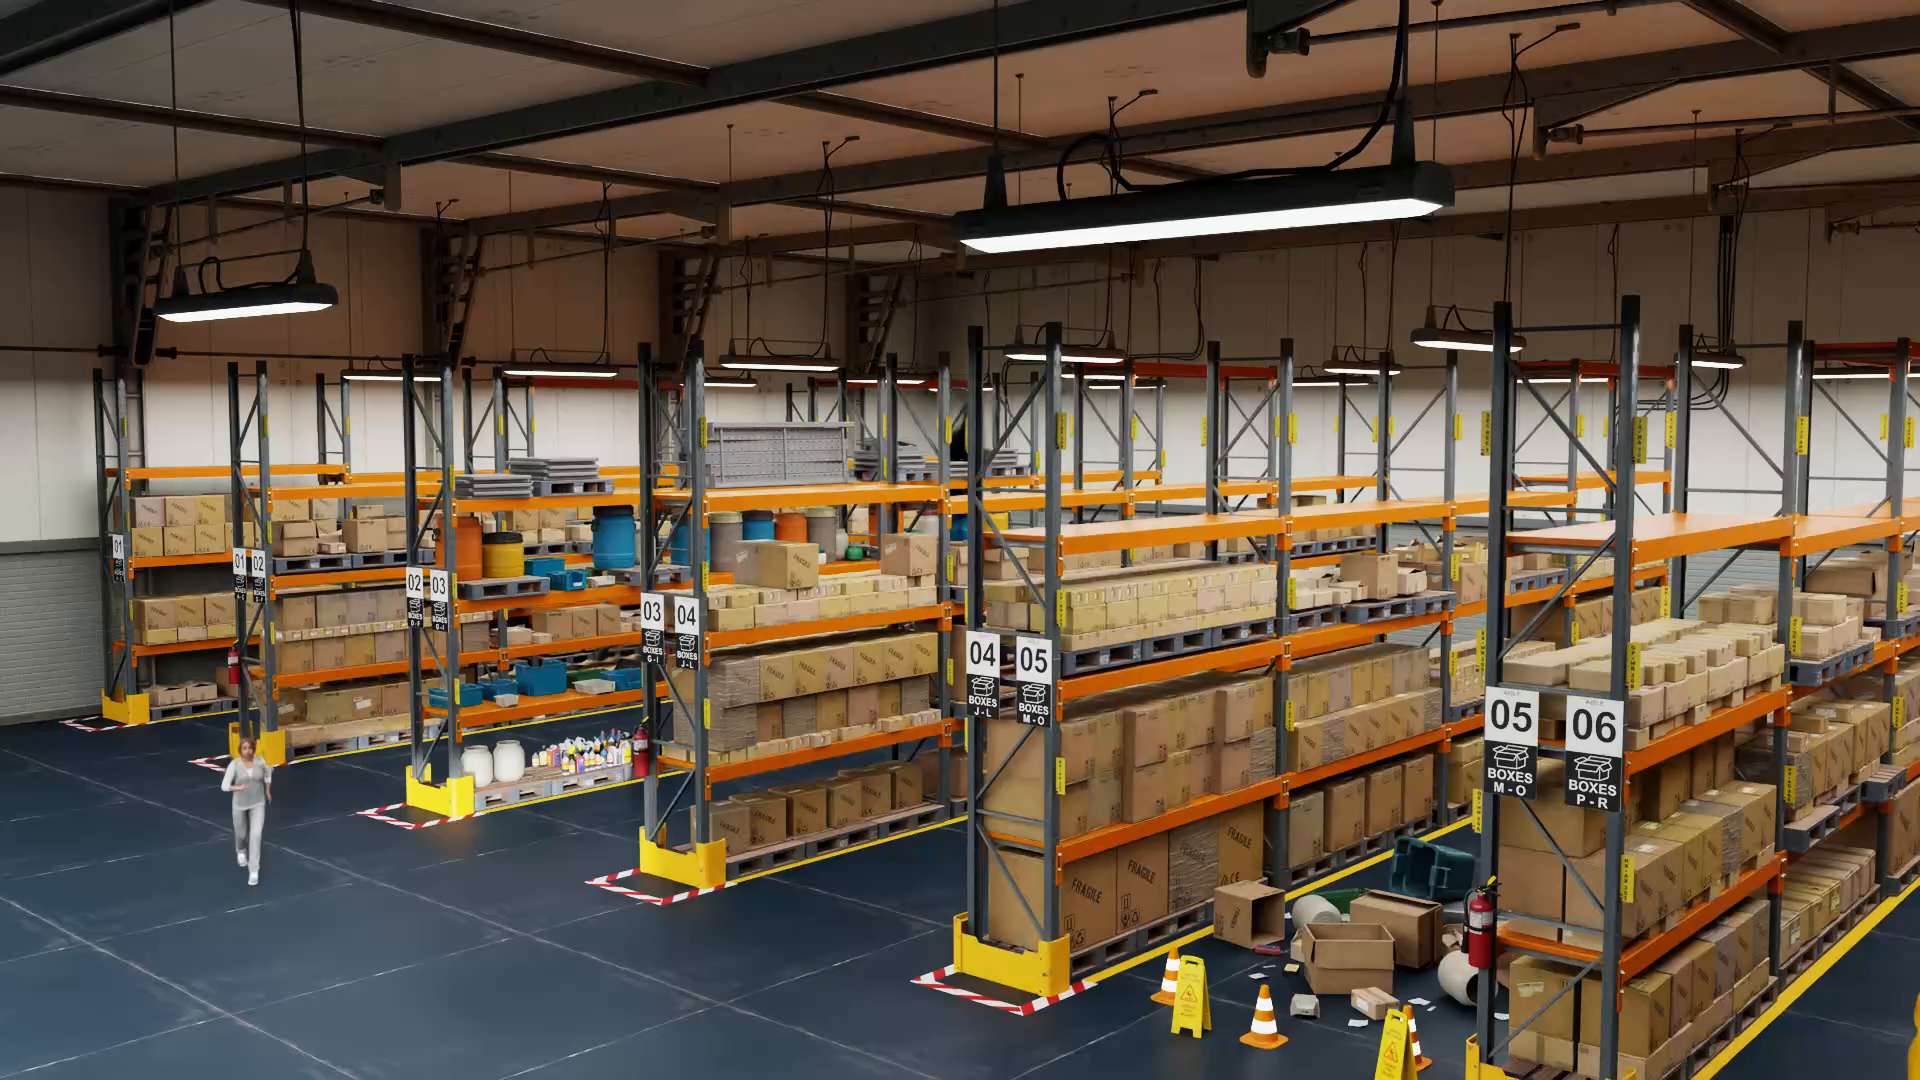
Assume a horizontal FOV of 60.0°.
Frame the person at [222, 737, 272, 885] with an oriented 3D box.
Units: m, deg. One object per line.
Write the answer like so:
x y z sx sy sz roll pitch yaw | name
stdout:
-7.955 2.979 18.575 0.537 1.586 0.881 -2 5 -28 | person

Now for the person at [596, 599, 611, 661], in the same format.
-6.988 1.969 32.577 0.569 1.617 0.554 3 5 39 | person
